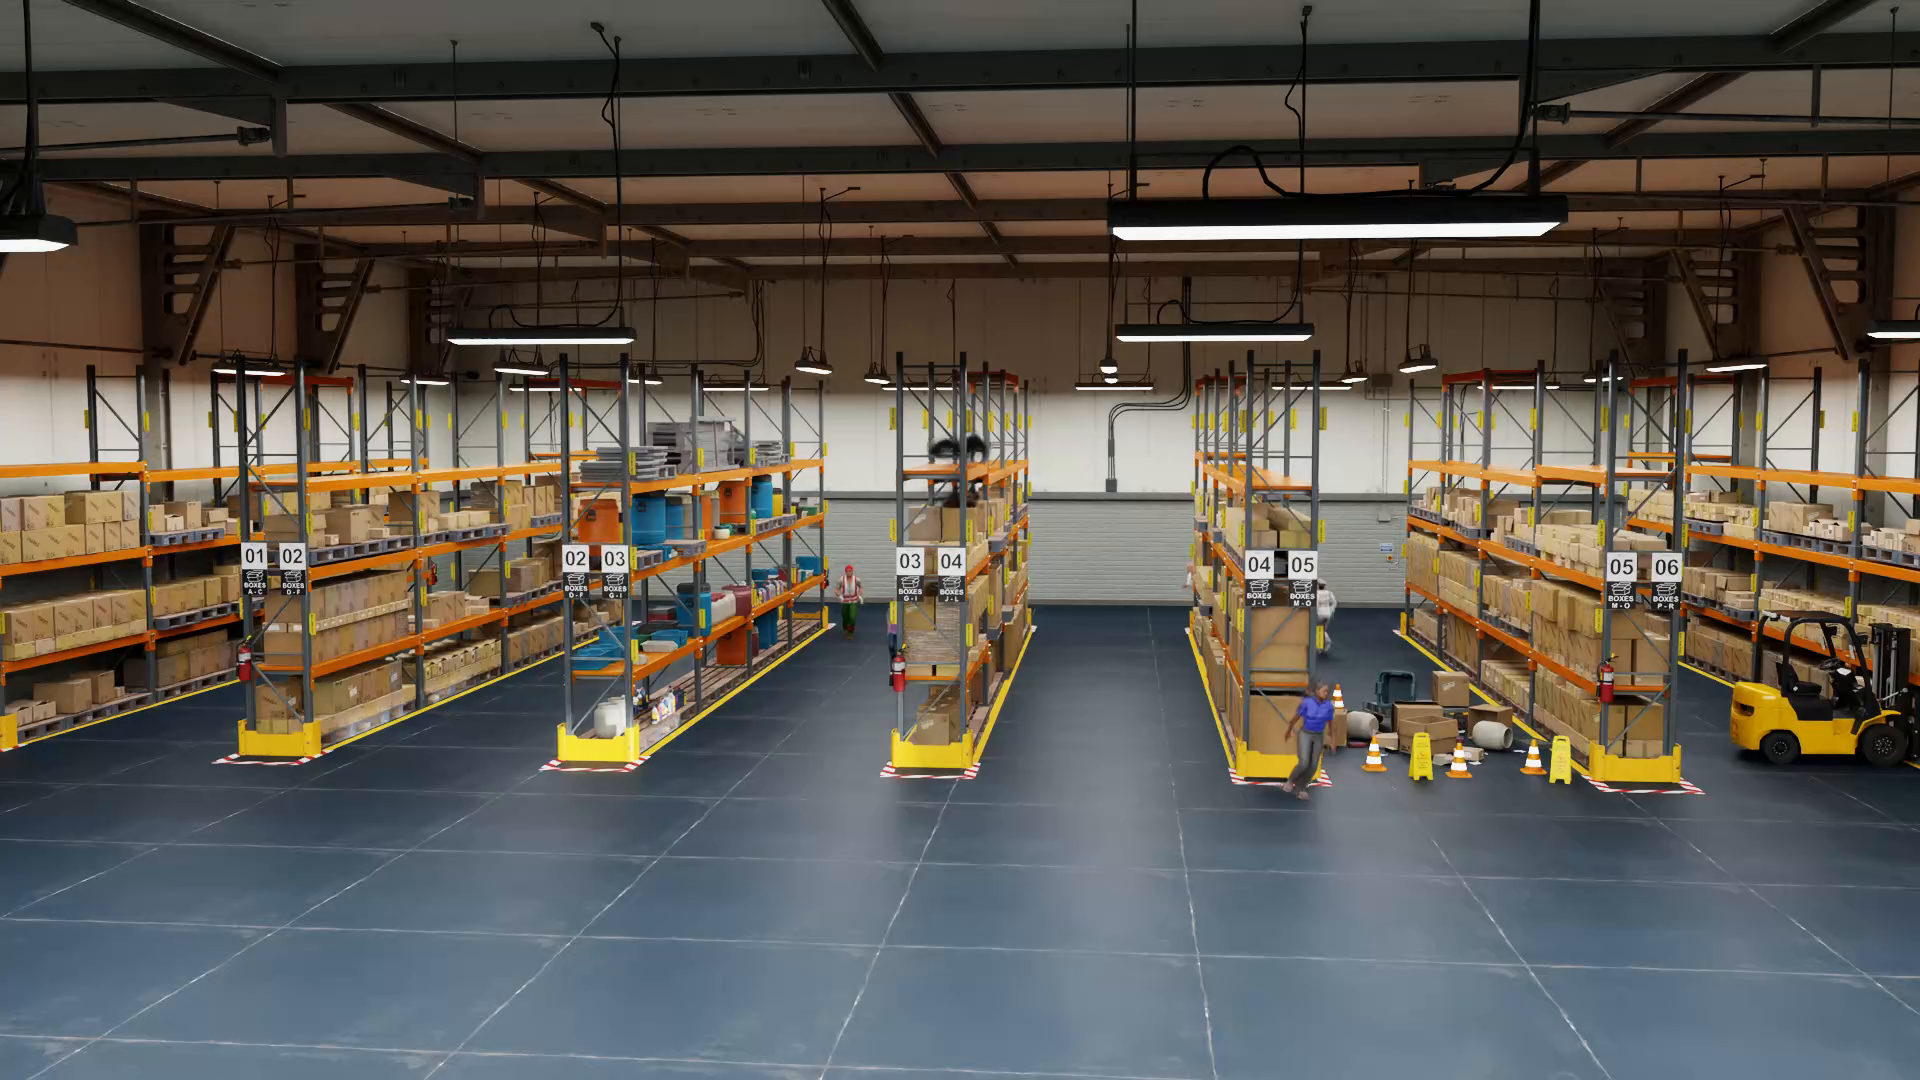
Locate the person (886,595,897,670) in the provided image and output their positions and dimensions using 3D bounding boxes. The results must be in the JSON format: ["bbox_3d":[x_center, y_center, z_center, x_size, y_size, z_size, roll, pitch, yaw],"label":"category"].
[{"bbox_3d":[-1.249,1.876,32.963,0.448,1.606,0.789,0,4,2],"label":"person"}]

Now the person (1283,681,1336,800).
[{"bbox_3d":[4.625,2.678,22.029,0.594,1.550,0.546,-1,4,-16],"label":"person"}]

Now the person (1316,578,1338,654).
[{"bbox_3d":[7.840,1.652,35.740,0.661,1.641,0.567,-1,4,-16],"label":"person"}]

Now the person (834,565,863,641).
[{"bbox_3d":[-2.561,1.428,38.273,0.658,1.737,0.781,0,4,-7],"label":"person"}]

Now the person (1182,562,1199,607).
[{"bbox_3d":[5.859,1.333,40.587,0.962,1.591,0.744,-3,5,-34],"label":"person"}]
